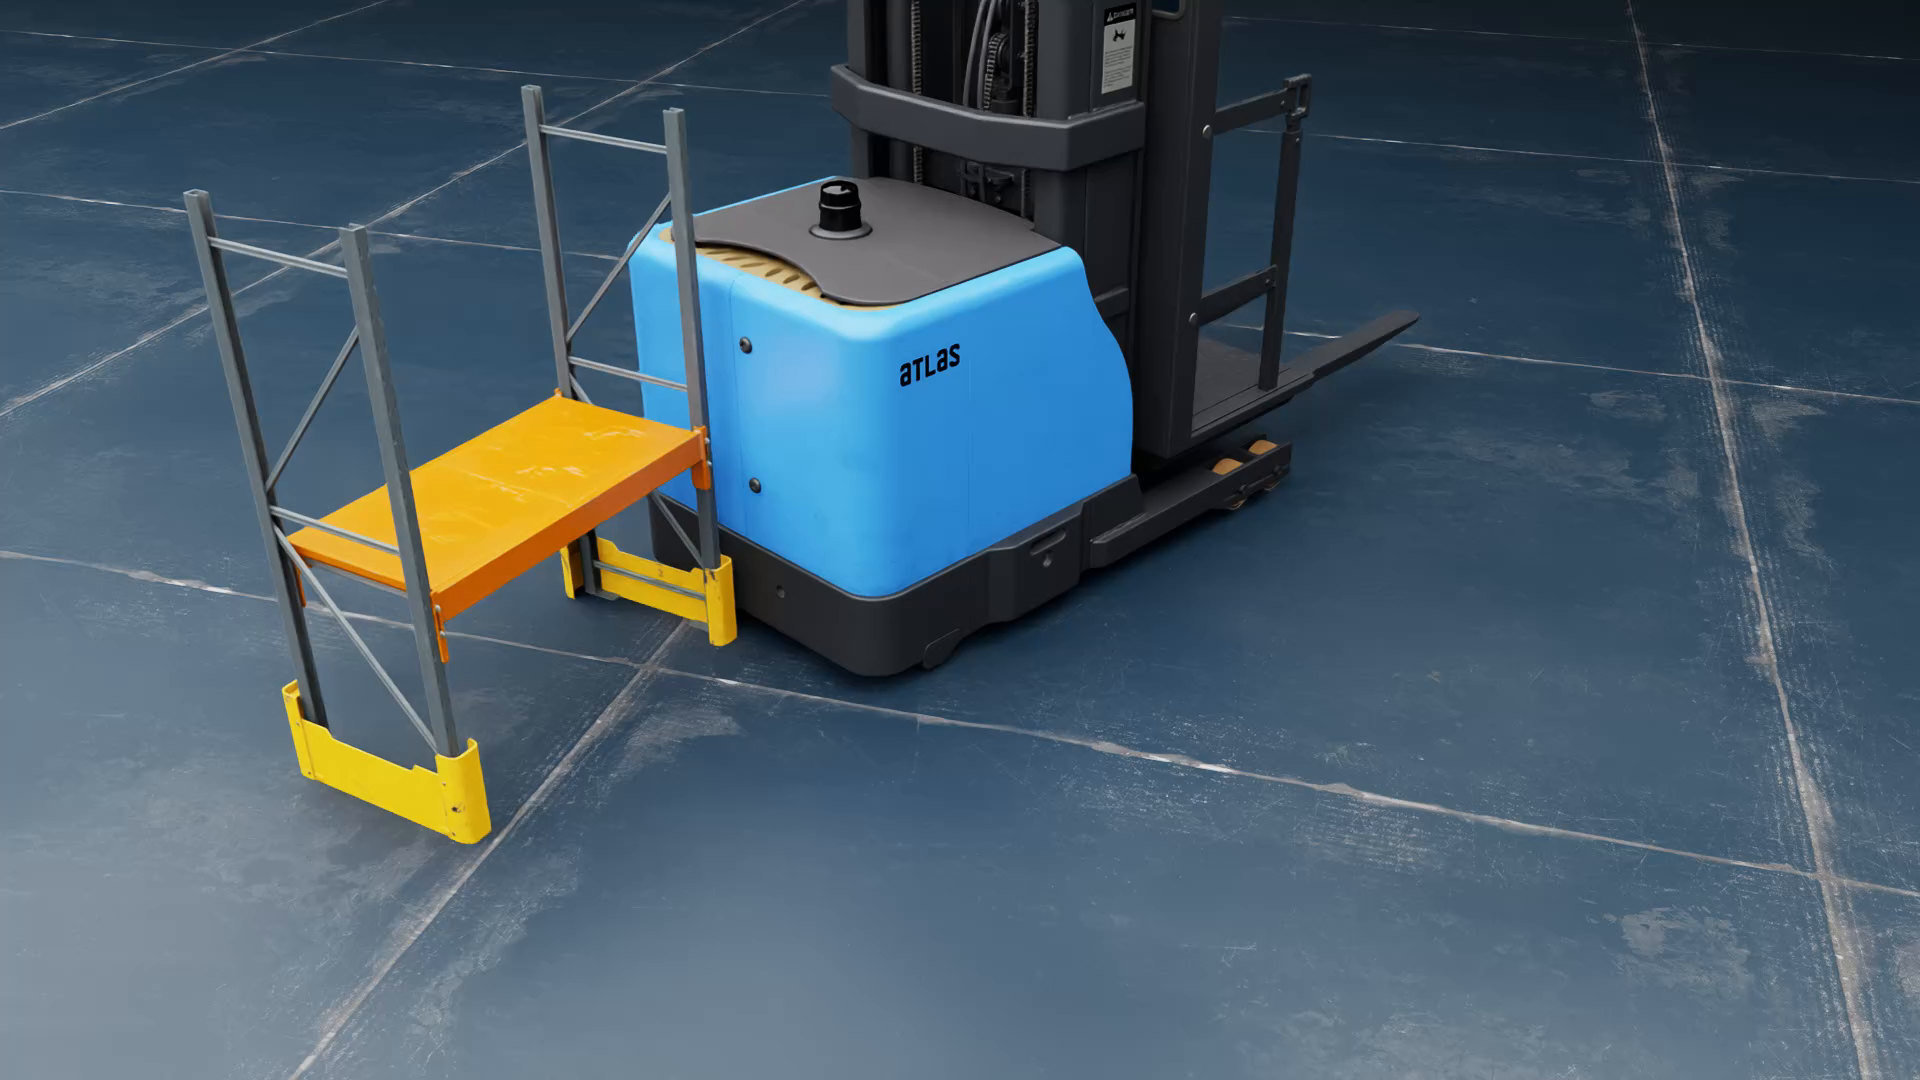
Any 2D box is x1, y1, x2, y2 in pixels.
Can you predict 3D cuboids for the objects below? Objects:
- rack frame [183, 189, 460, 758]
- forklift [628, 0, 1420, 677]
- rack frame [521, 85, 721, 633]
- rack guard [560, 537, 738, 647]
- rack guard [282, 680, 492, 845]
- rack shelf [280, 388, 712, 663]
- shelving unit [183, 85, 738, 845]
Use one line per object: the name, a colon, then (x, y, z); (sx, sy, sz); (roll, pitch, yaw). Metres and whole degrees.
rack frame: (-1.395, -0.015, 3.734); (0.500, 1.500, 0.032); (15, 33, 25)
forklift: (0.460, -1.535, 4.993); (1.130, 2.935, 3.031); (25, 38, 38)
rack frame: (-0.895, -0.445, 4.508); (0.500, 1.500, 0.032); (15, 33, 25)
rack guard: (-0.905, 0.109, 4.797); (0.587, 0.250, 0.087); (15, 33, 25)
rack guard: (-1.395, 0.531, 4.039); (0.587, 0.250, 0.087); (15, 33, 25)
rack shelf: (-1.145, -0.073, 4.208); (0.538, 0.185, 1.000); (15, 33, 25)
shelving unit: (-1.150, -0.226, 4.114); (0.587, 1.500, 1.083); (15, 33, 25)
